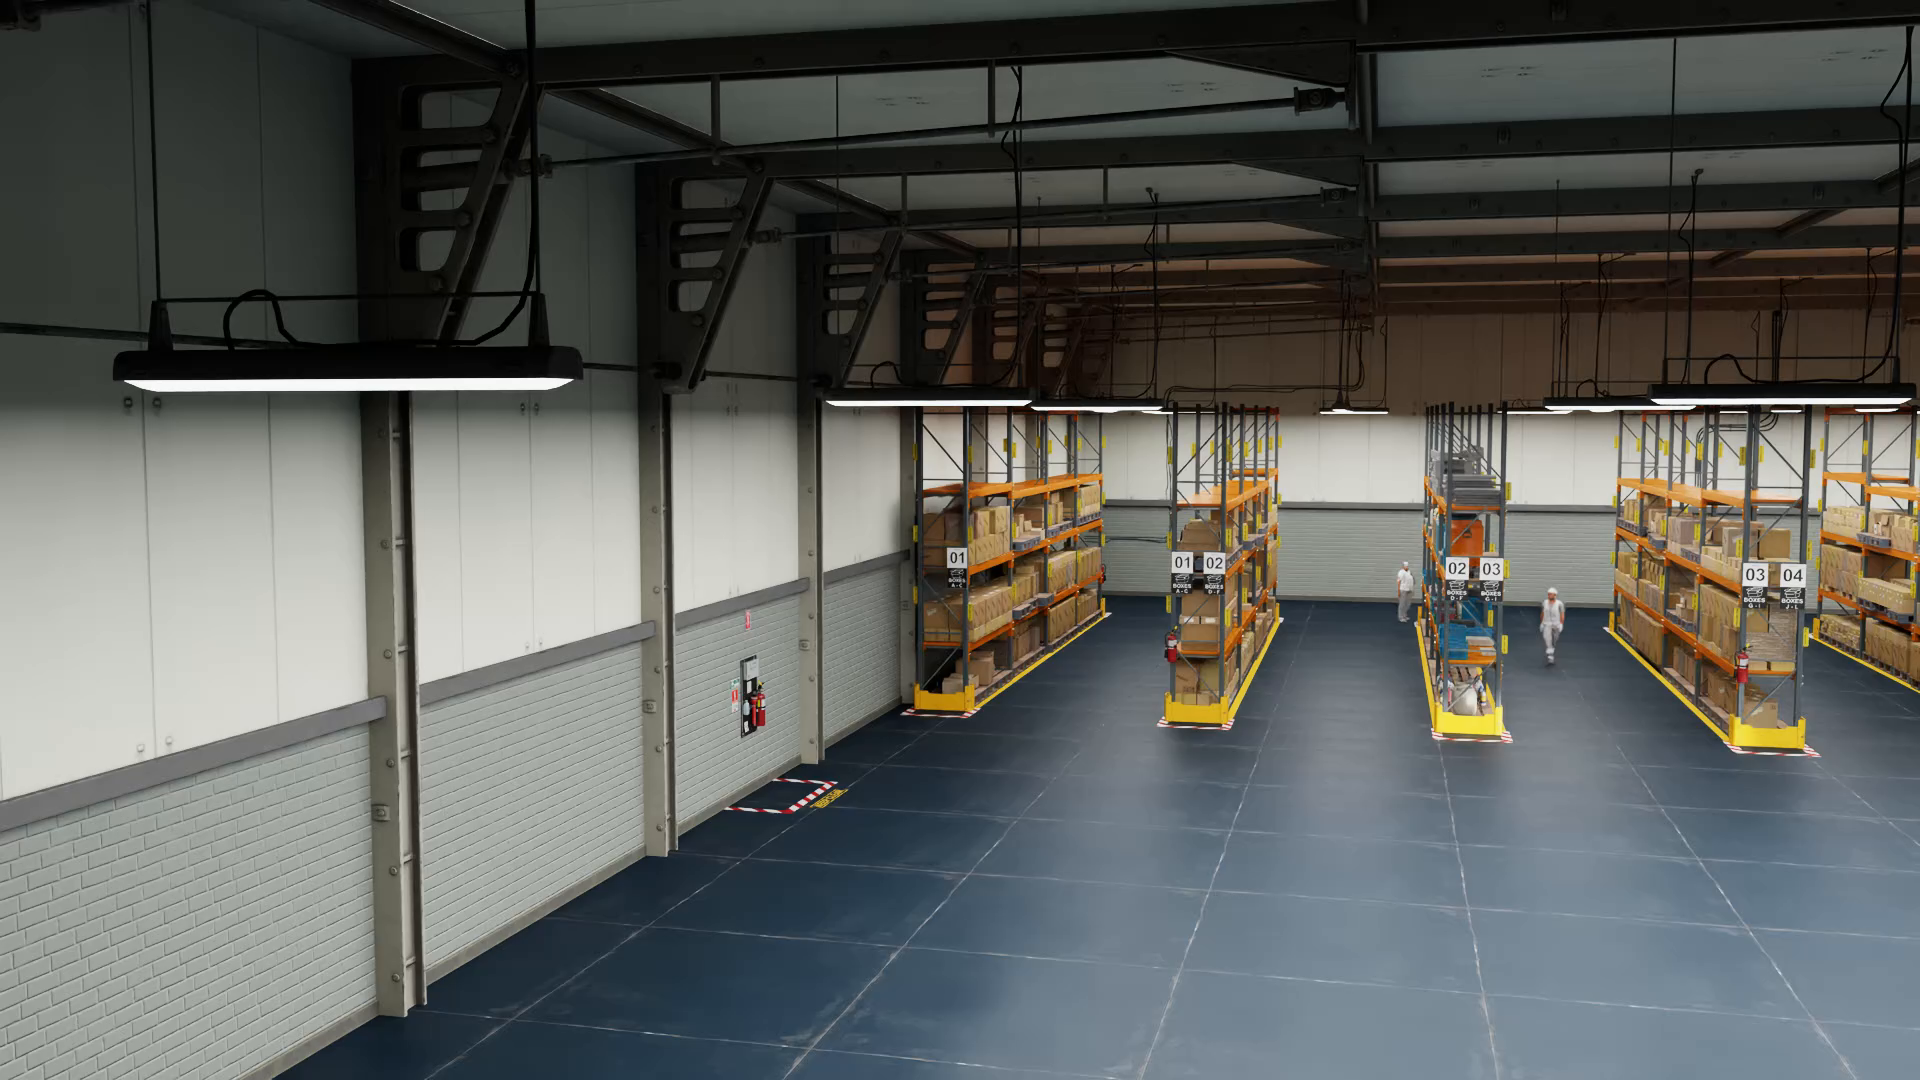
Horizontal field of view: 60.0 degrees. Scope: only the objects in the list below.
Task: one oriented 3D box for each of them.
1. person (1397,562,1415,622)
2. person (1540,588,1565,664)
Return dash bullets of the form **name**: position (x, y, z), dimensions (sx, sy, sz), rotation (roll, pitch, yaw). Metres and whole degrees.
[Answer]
- **person**: position (12.513, 1.446, 46.720), dimensions (0.526, 1.675, 0.398), rotation (-3, 5, -36)
- **person**: position (13.736, 1.988, 38.505), dimensions (0.496, 1.735, 1.049), rotation (1, 4, 7)
